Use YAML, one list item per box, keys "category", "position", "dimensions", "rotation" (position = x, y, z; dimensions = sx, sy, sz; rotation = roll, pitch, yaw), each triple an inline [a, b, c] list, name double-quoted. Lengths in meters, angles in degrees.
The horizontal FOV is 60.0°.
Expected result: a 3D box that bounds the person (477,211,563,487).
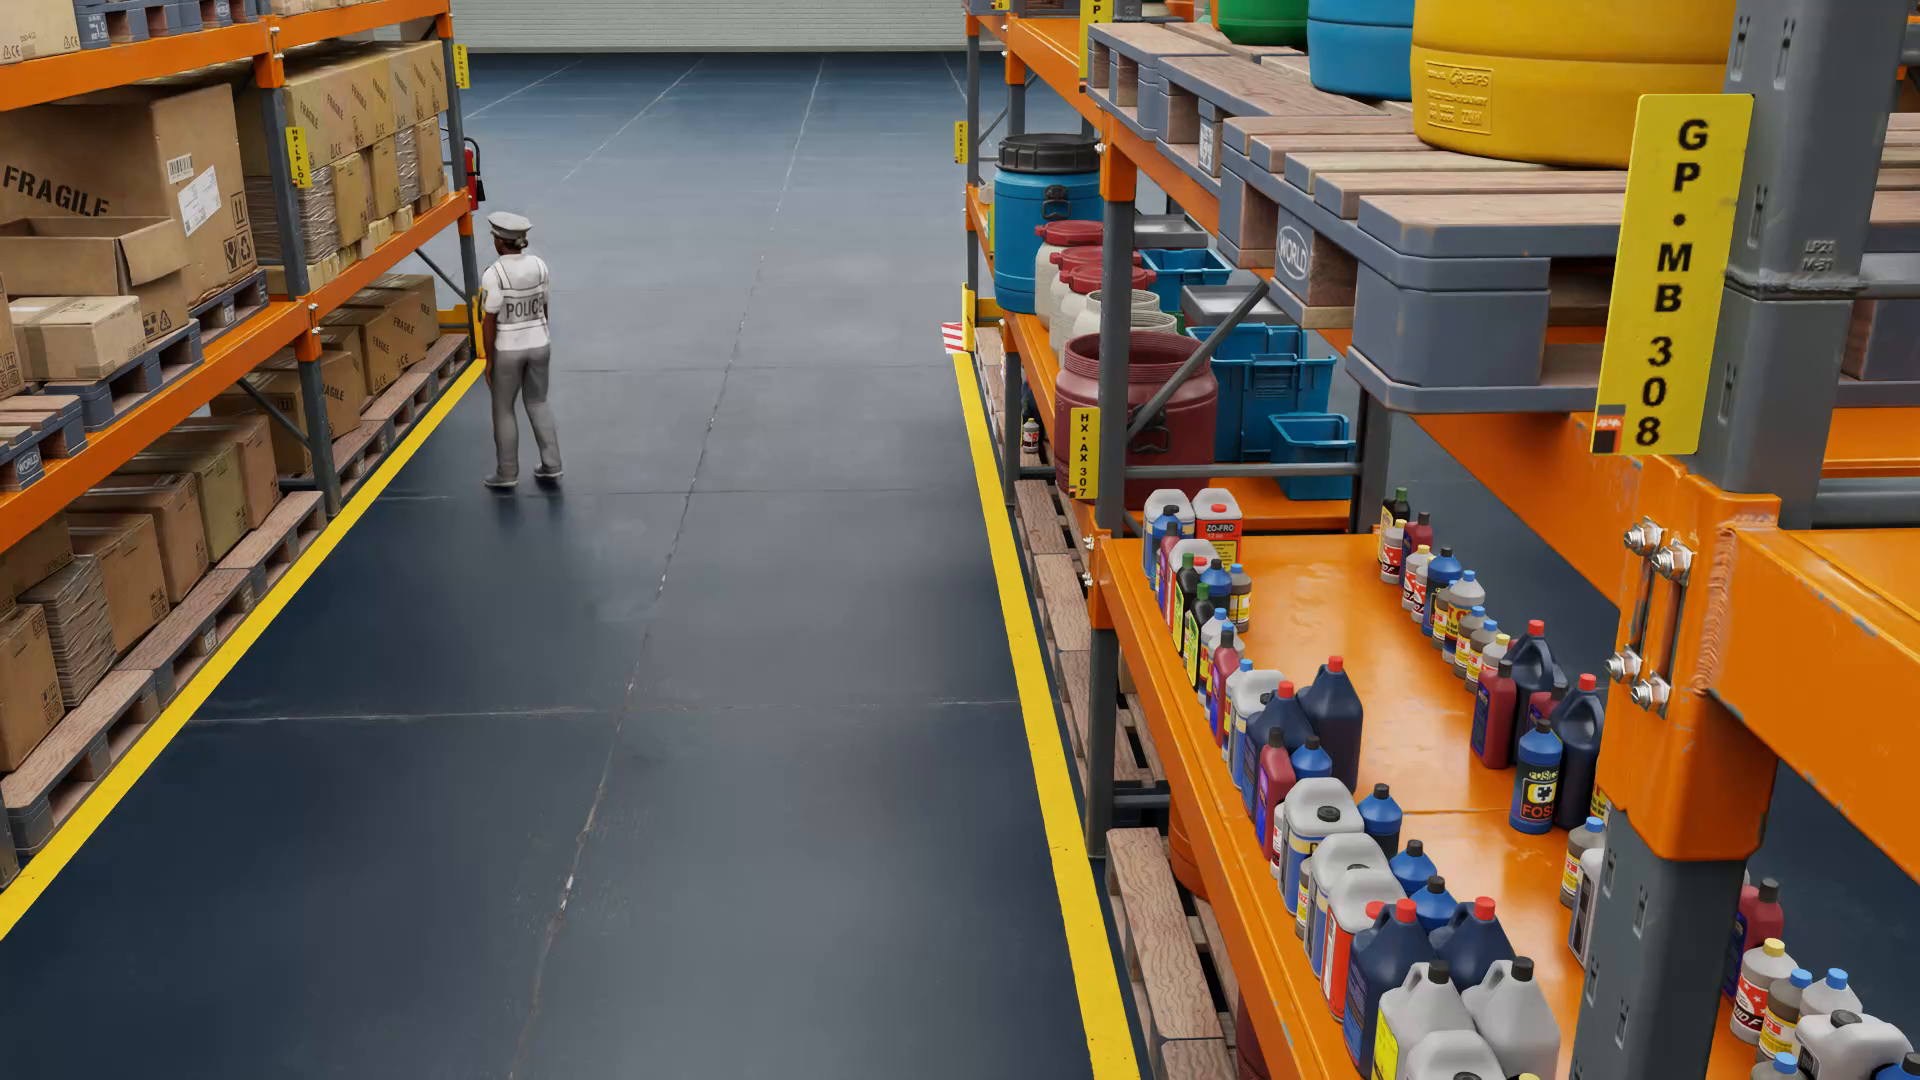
- category: "person"
  position: [-2.703, -1.139, 10.075]
  dimensions: [0.491, 1.700, 0.449]
  rotation: [-19, 28, -41]
